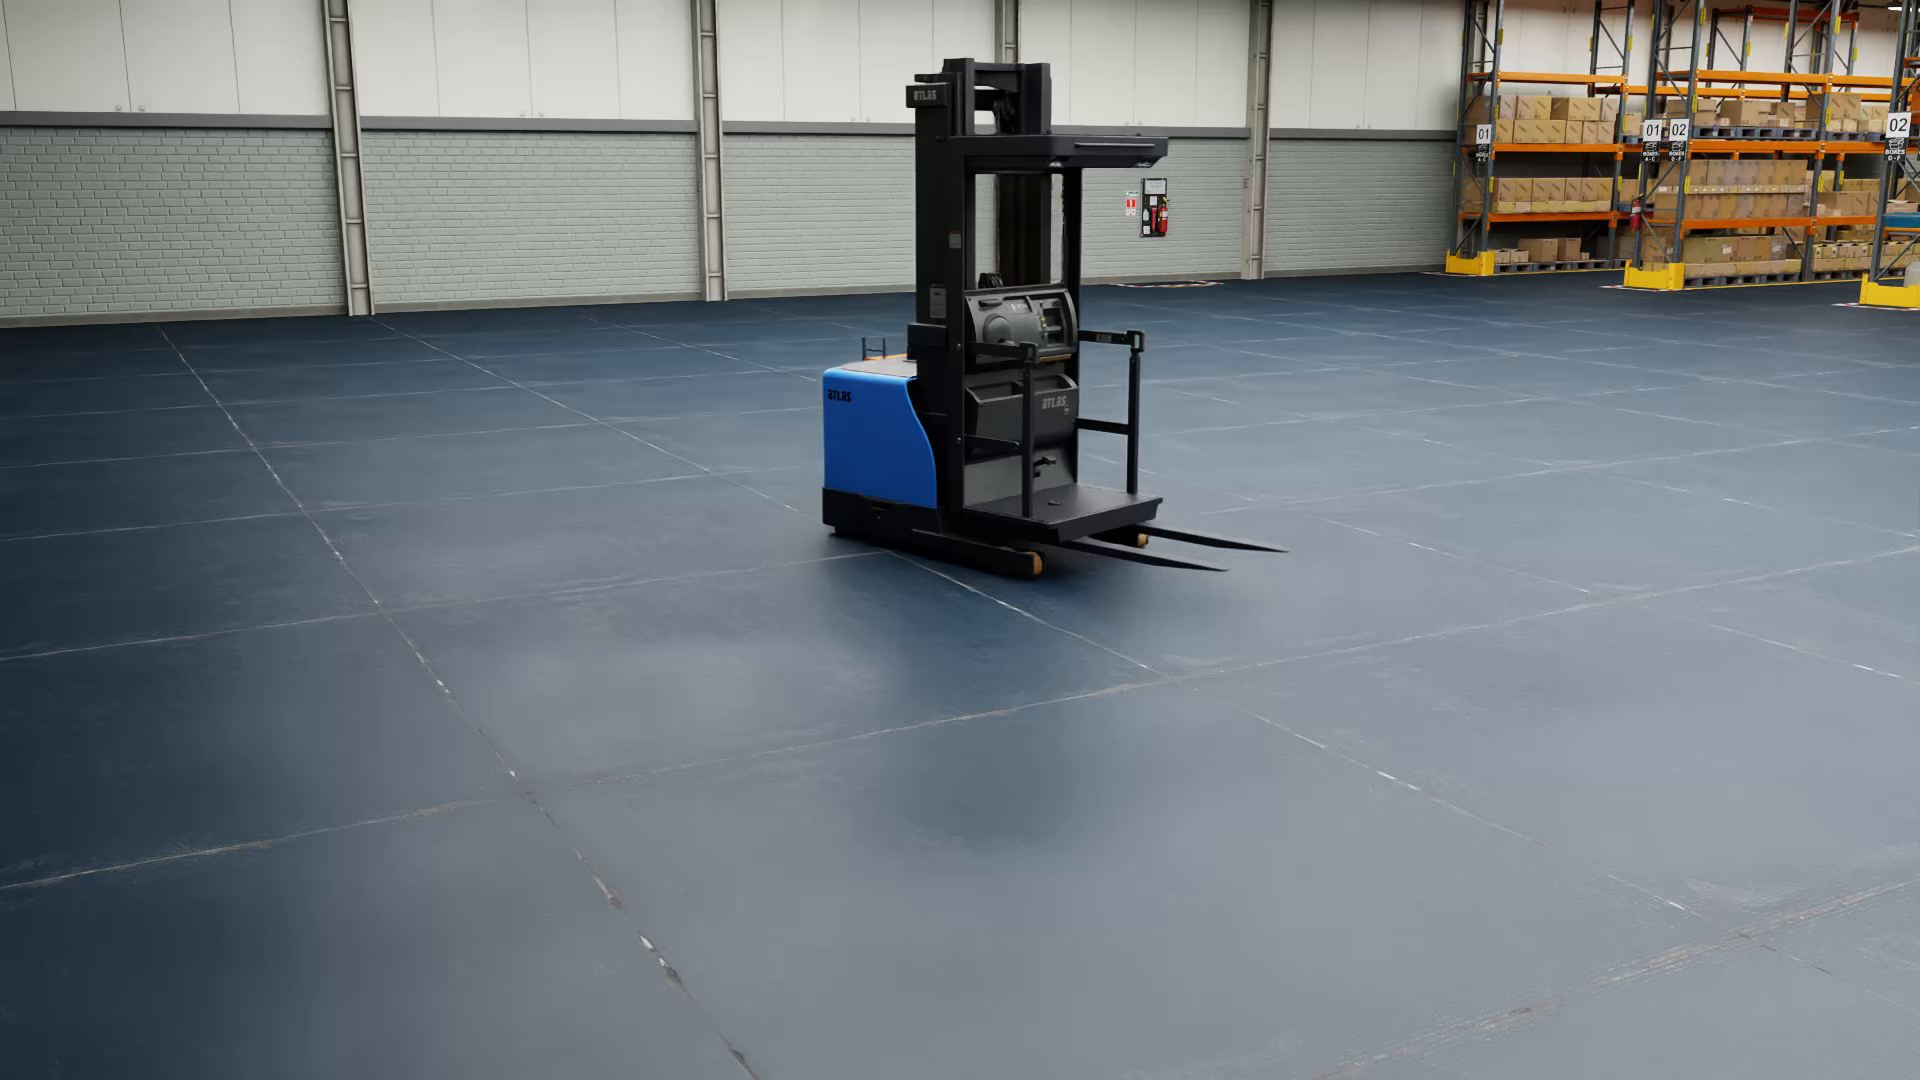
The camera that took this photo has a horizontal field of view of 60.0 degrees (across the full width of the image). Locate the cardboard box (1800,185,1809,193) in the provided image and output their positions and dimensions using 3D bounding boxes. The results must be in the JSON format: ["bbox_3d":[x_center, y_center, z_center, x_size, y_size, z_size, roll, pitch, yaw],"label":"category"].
[{"bbox_3d":[16.984,-7.135,33.777,0.250,0.149,0.380,-7,14,-28],"label":"cardboard box"}]

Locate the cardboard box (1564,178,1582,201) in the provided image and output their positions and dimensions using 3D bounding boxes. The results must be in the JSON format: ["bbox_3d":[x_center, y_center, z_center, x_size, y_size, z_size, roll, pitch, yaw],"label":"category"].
[{"bbox_3d":[13.594,-7.883,37.392,0.500,0.500,0.500,-7,15,-29],"label":"cardboard box"}]

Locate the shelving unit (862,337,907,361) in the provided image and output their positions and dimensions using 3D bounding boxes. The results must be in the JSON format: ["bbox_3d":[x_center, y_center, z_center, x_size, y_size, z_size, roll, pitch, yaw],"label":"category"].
[{"bbox_3d":[-0.388,-0.805,11.441,0.503,1.200,0.258,-11,16,-41],"label":"shelving unit"}]

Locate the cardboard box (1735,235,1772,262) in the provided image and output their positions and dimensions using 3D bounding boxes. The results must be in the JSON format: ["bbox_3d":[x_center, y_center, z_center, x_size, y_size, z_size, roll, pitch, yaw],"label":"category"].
[{"bbox_3d":[15.936,-5.875,33.479,0.500,0.500,0.500,-7,14,-28],"label":"cardboard box"}]

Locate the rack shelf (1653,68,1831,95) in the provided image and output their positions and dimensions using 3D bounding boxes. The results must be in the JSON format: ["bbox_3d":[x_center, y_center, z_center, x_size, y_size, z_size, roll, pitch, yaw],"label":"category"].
[{"bbox_3d":[15.365,-9.010,32.699,4.000,0.370,1.077,-7,14,-28],"label":"rack shelf"}]

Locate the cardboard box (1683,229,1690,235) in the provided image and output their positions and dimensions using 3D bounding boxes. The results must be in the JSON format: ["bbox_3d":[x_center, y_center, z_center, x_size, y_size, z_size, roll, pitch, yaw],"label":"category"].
[{"bbox_3d":[17.117,-7.442,39.830,0.500,0.250,0.500,-7,14,-27],"label":"cardboard box"}]

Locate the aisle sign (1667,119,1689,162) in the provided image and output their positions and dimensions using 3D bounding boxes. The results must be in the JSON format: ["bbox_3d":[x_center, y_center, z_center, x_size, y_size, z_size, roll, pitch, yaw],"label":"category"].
[{"bbox_3d":[13.698,-7.621,31.722,0.004,0.787,0.394,-7,14,-28],"label":"aisle sign"}]

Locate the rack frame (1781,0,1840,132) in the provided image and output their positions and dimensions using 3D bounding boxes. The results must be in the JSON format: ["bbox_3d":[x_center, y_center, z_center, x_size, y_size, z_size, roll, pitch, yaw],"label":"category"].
[{"bbox_3d":[17.120,-9.767,33.511,0.127,3.000,1.000,-7,14,-28],"label":"rack frame"}]

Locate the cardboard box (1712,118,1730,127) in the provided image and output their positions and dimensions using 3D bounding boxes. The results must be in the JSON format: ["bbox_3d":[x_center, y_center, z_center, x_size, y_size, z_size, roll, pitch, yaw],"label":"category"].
[{"bbox_3d":[14.726,-8.123,32.336,0.250,0.149,0.380,-7,14,-28],"label":"cardboard box"}]

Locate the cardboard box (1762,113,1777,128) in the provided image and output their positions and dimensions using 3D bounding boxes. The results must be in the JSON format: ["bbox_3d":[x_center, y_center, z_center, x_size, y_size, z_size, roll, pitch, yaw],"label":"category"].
[{"bbox_3d":[16.078,-8.474,33.527,0.500,0.311,0.500,-8,15,-31],"label":"cardboard box"}]

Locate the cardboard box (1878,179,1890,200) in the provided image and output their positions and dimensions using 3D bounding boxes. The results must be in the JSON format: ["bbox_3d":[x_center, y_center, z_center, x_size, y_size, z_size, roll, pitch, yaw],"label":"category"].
[{"bbox_3d":[23.526,-8.990,43.041,0.700,0.700,0.980,-8,15,-31],"label":"cardboard box"}]

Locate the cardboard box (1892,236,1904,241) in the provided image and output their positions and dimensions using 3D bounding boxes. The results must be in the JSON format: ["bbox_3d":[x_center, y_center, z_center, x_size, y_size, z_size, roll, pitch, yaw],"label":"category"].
[{"bbox_3d":[24.270,-7.896,43.601,0.500,0.500,0.700,-7,14,-28],"label":"cardboard box"}]

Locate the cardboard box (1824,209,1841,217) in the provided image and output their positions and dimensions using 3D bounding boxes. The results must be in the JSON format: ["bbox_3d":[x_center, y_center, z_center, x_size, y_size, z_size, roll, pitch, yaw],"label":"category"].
[{"bbox_3d":[17.996,-6.771,34.437,0.250,0.149,0.380,-7,14,-28],"label":"cardboard box"}]

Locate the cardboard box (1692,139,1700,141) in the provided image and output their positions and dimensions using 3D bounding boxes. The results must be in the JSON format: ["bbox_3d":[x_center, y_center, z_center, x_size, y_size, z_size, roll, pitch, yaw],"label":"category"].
[{"bbox_3d":[17.072,-9.620,39.410,0.637,0.503,0.797,-5,14,-20],"label":"cardboard box"}]

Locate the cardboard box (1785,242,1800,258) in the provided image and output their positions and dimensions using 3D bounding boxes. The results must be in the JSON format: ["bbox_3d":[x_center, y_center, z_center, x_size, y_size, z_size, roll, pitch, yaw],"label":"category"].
[{"bbox_3d":[17.338,-6.075,34.799,0.500,0.311,0.500,-7,14,-28],"label":"cardboard box"}]

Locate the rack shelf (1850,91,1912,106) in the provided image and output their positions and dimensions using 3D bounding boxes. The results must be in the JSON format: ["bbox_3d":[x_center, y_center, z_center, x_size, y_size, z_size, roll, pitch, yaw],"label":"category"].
[{"bbox_3d":[23.521,-11.227,42.549,4.000,0.370,1.077,-7,14,-28],"label":"rack shelf"}]

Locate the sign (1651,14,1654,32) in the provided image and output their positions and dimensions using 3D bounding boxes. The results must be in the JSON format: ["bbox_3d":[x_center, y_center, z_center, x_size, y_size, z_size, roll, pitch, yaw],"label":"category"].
[{"bbox_3d":[13.362,-9.946,32.001,0.005,0.325,0.100,-7,14,-28],"label":"sign"}]

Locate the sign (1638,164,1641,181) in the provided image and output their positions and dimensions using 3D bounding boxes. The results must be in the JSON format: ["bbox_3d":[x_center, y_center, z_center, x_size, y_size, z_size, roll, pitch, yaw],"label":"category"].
[{"bbox_3d":[13.361,-7.206,32.618,0.005,0.325,0.100,-7,14,-28],"label":"sign"}]

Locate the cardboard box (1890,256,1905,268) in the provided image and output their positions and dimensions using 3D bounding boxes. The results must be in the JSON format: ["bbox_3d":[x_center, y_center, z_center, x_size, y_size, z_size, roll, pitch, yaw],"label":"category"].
[{"bbox_3d":[19.835,-5.967,35.597,0.500,0.250,0.500,-7,14,-29],"label":"cardboard box"}]

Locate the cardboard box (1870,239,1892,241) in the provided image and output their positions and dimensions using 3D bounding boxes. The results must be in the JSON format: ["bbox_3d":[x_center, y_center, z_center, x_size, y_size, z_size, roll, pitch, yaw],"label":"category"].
[{"bbox_3d":[20.031,-6.399,36.241,0.500,0.311,0.500,-6,14,-26],"label":"cardboard box"}]

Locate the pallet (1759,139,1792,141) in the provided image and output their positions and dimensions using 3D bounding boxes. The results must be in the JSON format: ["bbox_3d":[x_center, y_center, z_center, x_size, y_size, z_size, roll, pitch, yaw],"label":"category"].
[{"bbox_3d":[19.774,-9.782,40.843,1.213,0.211,1.003,-6,14,-25],"label":"pallet"}]

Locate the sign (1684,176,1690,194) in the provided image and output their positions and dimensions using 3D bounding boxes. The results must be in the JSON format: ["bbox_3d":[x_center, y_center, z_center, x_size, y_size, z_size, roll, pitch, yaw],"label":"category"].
[{"bbox_3d":[13.870,-6.772,31.718,0.005,0.325,0.100,-7,14,-28],"label":"sign"}]

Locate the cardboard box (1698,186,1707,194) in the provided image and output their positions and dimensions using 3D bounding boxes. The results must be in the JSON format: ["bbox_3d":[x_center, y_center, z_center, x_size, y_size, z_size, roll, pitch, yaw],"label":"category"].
[{"bbox_3d":[14.287,-6.812,32.343,0.250,0.149,0.380,-7,15,-29],"label":"cardboard box"}]

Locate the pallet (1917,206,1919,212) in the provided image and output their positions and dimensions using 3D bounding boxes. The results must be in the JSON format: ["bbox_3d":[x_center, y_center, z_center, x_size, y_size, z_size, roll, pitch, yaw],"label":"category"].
[{"bbox_3d":[21.192,-7.252,36.438,1.003,0.211,1.213,-7,14,-28],"label":"pallet"}]

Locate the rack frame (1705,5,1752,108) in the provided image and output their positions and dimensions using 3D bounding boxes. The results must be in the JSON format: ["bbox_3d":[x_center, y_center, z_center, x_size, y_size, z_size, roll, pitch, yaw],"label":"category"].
[{"bbox_3d":[18.254,-11.142,39.621,0.127,3.000,1.000,-7,14,-28],"label":"rack frame"}]

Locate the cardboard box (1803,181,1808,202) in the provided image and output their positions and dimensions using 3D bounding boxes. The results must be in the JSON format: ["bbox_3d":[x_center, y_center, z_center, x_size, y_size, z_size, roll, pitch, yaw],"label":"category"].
[{"bbox_3d":[20.593,-8.635,41.198,0.500,0.500,0.500,-7,14,-28],"label":"cardboard box"}]

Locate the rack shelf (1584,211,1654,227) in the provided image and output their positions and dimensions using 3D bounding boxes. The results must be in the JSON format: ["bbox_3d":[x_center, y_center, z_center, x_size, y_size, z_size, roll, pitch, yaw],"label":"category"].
[{"bbox_3d":[16.499,-7.654,39.424,4.000,0.370,1.077,-7,14,-28],"label":"rack shelf"}]

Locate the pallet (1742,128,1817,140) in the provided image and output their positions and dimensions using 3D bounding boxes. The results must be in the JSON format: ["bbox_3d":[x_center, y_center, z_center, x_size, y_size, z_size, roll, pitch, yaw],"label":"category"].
[{"bbox_3d":[16.384,-8.165,33.429,1.213,0.211,1.003,-7,14,-28],"label":"pallet"}]

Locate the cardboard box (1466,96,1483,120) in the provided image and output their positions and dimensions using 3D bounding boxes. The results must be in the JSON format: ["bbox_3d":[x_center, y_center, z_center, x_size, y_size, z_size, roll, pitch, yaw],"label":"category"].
[{"bbox_3d":[11.485,-9.479,36.513,0.500,0.500,0.500,-6,14,-25],"label":"cardboard box"}]

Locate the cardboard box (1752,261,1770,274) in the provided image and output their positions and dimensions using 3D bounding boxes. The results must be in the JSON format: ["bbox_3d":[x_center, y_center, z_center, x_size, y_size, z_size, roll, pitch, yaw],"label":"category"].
[{"bbox_3d":[15.942,-5.506,33.550,0.500,0.250,0.500,-7,14,-28],"label":"cardboard box"}]

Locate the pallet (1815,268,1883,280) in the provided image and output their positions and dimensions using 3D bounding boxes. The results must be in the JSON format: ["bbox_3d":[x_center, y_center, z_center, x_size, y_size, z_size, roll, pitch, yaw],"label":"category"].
[{"bbox_3d":[18.820,-5.694,35.428,1.213,0.211,1.003,-7,14,-28],"label":"pallet"}]

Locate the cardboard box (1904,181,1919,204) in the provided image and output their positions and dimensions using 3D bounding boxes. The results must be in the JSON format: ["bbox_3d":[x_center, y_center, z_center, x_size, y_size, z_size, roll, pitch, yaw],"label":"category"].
[{"bbox_3d":[21.130,-7.602,36.373,0.700,0.500,0.500,11,17,41],"label":"cardboard box"}]

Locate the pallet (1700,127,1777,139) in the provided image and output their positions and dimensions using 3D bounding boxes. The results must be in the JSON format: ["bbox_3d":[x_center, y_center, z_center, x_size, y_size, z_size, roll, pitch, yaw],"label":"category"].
[{"bbox_3d":[15.314,-8.038,32.863,1.213,0.211,1.003,-7,14,-28],"label":"pallet"}]

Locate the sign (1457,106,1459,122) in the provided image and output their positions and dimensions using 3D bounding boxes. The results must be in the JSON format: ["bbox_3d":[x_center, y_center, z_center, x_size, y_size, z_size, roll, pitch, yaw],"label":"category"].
[{"bbox_3d":[10.984,-9.378,36.598,0.005,0.325,0.100,-7,14,-28],"label":"sign"}]

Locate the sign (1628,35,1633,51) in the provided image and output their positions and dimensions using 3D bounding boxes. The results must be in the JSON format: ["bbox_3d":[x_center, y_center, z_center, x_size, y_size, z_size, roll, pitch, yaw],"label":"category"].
[{"bbox_3d":[14.987,-11.109,37.167,0.005,0.325,0.100,-7,14,-28],"label":"sign"}]

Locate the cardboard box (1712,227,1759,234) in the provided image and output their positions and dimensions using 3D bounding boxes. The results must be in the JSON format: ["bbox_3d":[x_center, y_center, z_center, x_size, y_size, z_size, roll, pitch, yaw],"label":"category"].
[{"bbox_3d":[18.962,-7.423,40.701,0.750,0.750,0.750,-7,14,-29],"label":"cardboard box"}]

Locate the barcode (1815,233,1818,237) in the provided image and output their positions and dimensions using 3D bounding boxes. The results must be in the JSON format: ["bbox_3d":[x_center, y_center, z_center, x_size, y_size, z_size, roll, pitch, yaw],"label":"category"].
[{"bbox_3d":[17.543,-6.250,34.053,0.075,0.075,0.001,-7,14,-28],"label":"barcode"}]

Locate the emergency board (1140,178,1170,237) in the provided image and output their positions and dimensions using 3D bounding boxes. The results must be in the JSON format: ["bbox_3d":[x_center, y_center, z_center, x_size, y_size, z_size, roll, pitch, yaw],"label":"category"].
[{"bbox_3d":[3.978,-6.730,33.681,0.643,1.169,0.194,-7,14,-28],"label":"emergency board"}]

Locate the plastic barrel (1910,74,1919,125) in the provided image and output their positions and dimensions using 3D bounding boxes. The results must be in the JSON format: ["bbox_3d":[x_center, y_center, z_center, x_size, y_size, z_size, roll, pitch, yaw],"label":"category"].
[{"bbox_3d":[16.345,-7.417,27.970,0.708,0.830,0.600,-7,14,-28],"label":"plastic barrel"}]

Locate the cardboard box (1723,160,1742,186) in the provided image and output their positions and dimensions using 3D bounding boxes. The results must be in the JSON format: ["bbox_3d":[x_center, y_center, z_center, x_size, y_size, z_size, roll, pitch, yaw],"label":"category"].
[{"bbox_3d":[14.972,-7.263,32.865,0.500,0.500,0.700,-7,14,-28],"label":"cardboard box"}]

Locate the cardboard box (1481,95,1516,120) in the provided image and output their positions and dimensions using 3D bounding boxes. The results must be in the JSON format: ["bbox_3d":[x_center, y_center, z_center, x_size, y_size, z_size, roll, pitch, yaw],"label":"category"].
[{"bbox_3d":[11.687,-9.377,36.060,0.500,0.500,0.500,-8,15,-32],"label":"cardboard box"}]

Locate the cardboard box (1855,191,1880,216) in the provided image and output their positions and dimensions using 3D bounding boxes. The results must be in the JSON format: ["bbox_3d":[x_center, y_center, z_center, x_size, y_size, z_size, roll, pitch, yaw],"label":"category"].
[{"bbox_3d":[19.166,-7.130,35.230,0.500,0.500,0.500,-8,15,-31],"label":"cardboard box"}]

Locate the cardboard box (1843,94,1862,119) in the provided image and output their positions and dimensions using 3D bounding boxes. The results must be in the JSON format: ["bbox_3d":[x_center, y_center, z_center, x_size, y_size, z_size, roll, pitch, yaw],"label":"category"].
[{"bbox_3d":[18.169,-8.922,34.269,0.500,0.500,0.500,-5,14,-22],"label":"cardboard box"}]

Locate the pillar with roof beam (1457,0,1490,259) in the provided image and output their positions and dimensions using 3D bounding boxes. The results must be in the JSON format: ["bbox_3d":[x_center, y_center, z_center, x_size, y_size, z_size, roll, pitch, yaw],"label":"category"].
[{"bbox_3d":[13.495,-9.711,33.263,0.400,9.000,9.100,-7,14,-28],"label":"pillar with roof beam"}]

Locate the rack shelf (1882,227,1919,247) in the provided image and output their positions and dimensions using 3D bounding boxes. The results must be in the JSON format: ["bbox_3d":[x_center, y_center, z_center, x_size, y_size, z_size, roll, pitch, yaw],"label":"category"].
[{"bbox_3d":[17.735,-5.324,29.070,4.000,0.370,1.077,-7,14,-28],"label":"rack shelf"}]

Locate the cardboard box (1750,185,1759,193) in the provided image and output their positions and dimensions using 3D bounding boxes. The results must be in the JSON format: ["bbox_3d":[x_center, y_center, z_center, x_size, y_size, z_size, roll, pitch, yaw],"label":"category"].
[{"bbox_3d":[15.637,-6.973,33.058,0.250,0.149,0.380,-6,14,-26],"label":"cardboard box"}]

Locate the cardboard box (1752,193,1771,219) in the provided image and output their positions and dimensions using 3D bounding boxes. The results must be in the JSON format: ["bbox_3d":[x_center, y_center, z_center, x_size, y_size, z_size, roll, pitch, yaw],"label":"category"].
[{"bbox_3d":[15.831,-6.732,33.463,0.500,0.500,0.700,-7,14,-27],"label":"cardboard box"}]

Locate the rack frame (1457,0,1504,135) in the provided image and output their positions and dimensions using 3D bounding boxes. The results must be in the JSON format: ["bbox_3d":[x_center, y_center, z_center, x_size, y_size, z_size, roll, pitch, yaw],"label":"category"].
[{"bbox_3d":[11.232,-10.300,35.881,0.127,3.000,1.000,-7,14,-28],"label":"rack frame"}]

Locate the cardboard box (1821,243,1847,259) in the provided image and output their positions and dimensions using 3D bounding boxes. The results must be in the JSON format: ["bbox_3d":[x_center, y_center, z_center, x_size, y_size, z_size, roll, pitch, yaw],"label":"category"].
[{"bbox_3d":[18.044,-6.024,34.573,0.500,0.311,0.500,-7,14,-29],"label":"cardboard box"}]

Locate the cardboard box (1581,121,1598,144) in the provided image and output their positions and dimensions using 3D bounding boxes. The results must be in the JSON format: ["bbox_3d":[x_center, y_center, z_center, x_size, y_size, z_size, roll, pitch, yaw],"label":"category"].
[{"bbox_3d":[13.968,-9.165,37.394,0.500,0.500,0.500,-8,15,-33],"label":"cardboard box"}]

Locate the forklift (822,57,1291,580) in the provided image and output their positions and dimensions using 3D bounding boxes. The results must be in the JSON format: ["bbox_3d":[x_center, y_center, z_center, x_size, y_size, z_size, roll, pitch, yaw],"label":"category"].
[{"bbox_3d":[0.529,-1.330,9.842,3.031,2.935,1.130,12,17,42],"label":"forklift"}]

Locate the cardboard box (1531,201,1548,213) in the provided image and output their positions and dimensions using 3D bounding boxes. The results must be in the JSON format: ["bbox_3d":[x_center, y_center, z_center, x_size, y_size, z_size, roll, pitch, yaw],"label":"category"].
[{"bbox_3d":[12.712,-7.410,36.999,0.500,0.250,0.500,-7,15,-29],"label":"cardboard box"}]

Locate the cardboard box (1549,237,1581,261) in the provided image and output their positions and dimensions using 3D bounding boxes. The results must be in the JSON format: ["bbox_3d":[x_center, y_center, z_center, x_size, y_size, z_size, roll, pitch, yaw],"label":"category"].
[{"bbox_3d":[13.851,-6.672,38.117,0.500,0.500,0.500,-8,15,-32],"label":"cardboard box"}]
